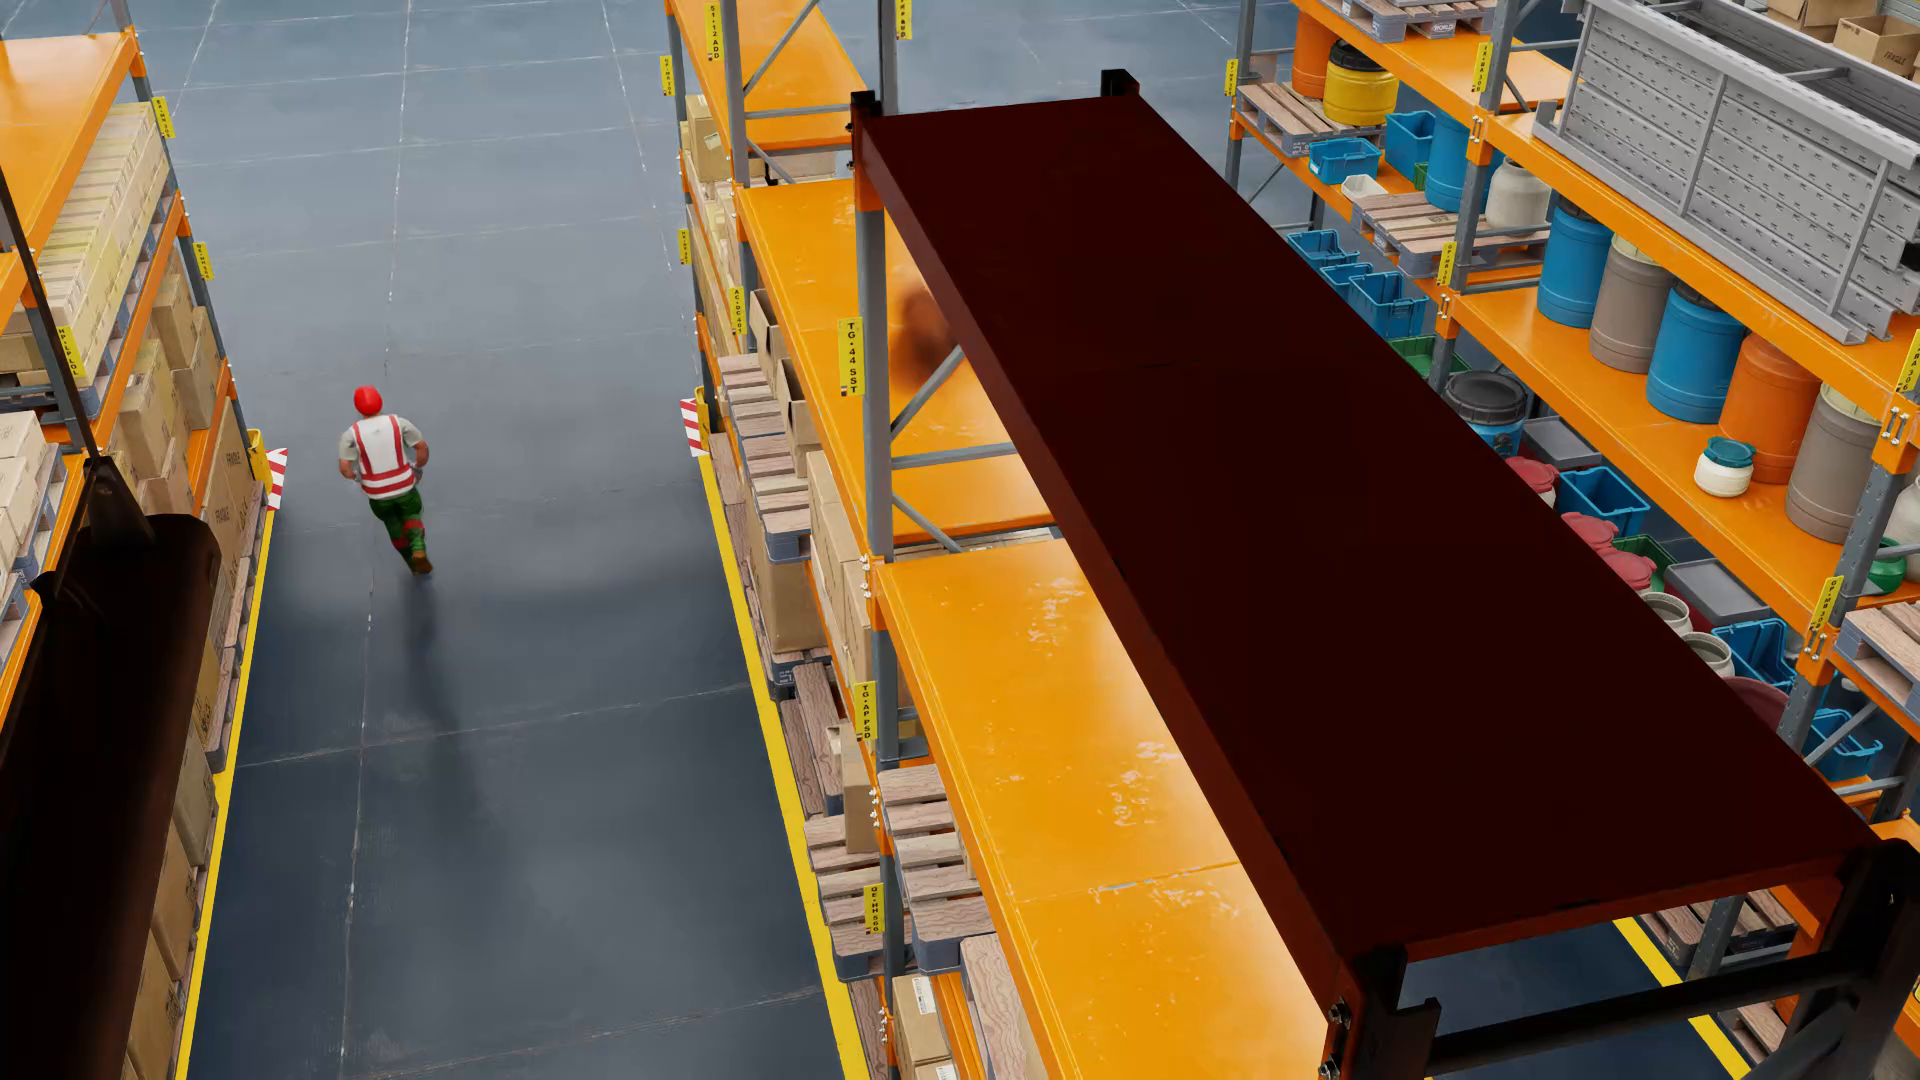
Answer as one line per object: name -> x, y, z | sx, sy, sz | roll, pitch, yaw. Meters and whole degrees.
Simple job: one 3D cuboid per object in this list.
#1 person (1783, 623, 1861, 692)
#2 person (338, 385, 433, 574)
person -> 6.493, 0.346, 12.098 | 0.518, 1.696, 0.887 | -13, 36, -18
person -> -4.511, -0.413, 13.169 | 0.680, 1.746, 0.591 | -17, 38, -23
